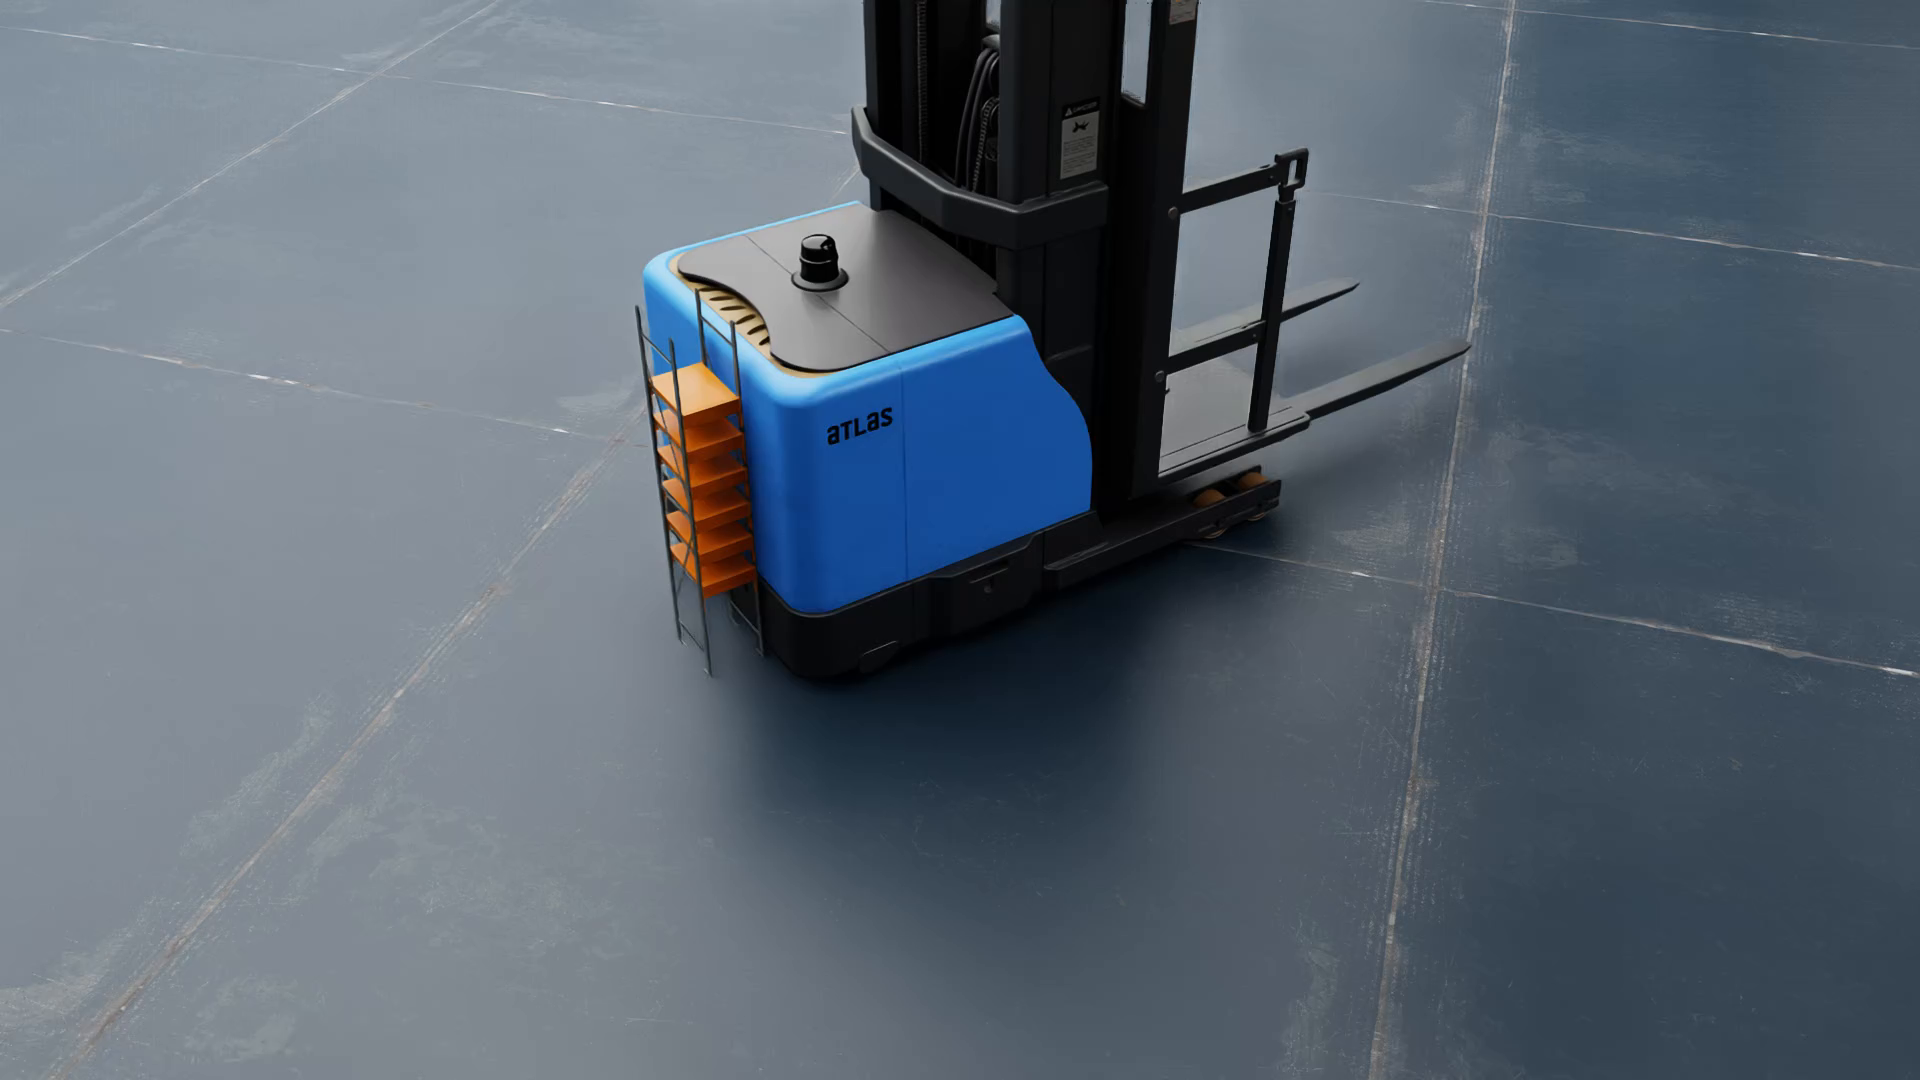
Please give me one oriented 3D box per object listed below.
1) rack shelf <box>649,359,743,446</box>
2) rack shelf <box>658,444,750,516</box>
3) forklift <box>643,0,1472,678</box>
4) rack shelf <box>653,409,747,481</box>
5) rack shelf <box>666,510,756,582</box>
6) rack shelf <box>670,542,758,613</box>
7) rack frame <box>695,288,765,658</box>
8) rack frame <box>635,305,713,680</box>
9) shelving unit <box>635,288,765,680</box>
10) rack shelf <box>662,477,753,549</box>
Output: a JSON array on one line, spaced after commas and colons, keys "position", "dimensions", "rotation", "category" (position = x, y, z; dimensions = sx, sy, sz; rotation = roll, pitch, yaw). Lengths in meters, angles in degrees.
[{"position": [-0.758, -0.394, 4.741], "dimensions": [0.180, 0.103, 0.258], "rotation": [-21, 41, -26], "category": "rack shelf"}, {"position": [-0.758, -0.201, 4.883], "dimensions": [0.180, 0.103, 0.258], "rotation": [-21, 41, -26], "category": "rack shelf"}, {"position": [0.520, -1.428, 5.217], "dimensions": [3.031, 2.935, 1.130], "rotation": [-21, 41, -26], "category": "forklift"}, {"position": [-0.758, -0.297, 4.812], "dimensions": [0.180, 0.103, 0.258], "rotation": [-21, 41, -26], "category": "rack shelf"}, {"position": [-0.758, -0.007, 5.025], "dimensions": [0.180, 0.103, 0.258], "rotation": [-21, 41, -26], "category": "rack shelf"}, {"position": [-0.758, 0.089, 5.097], "dimensions": [0.180, 0.103, 0.258], "rotation": [-21, 41, -26], "category": "rack shelf"}, {"position": [-0.682, -0.170, 4.968], "dimensions": [0.006, 1.200, 0.240], "rotation": [-21, 41, -26], "category": "rack frame"}, {"position": [-0.835, -0.110, 4.888], "dimensions": [0.006, 1.200, 0.240], "rotation": [-21, 41, -26], "category": "rack frame"}, {"position": [-0.758, -0.140, 4.928], "dimensions": [0.189, 1.200, 0.258], "rotation": [-21, 41, -26], "category": "shelving unit"}, {"position": [-0.758, -0.104, 4.954], "dimensions": [0.180, 0.103, 0.258], "rotation": [-21, 41, -26], "category": "rack shelf"}]
